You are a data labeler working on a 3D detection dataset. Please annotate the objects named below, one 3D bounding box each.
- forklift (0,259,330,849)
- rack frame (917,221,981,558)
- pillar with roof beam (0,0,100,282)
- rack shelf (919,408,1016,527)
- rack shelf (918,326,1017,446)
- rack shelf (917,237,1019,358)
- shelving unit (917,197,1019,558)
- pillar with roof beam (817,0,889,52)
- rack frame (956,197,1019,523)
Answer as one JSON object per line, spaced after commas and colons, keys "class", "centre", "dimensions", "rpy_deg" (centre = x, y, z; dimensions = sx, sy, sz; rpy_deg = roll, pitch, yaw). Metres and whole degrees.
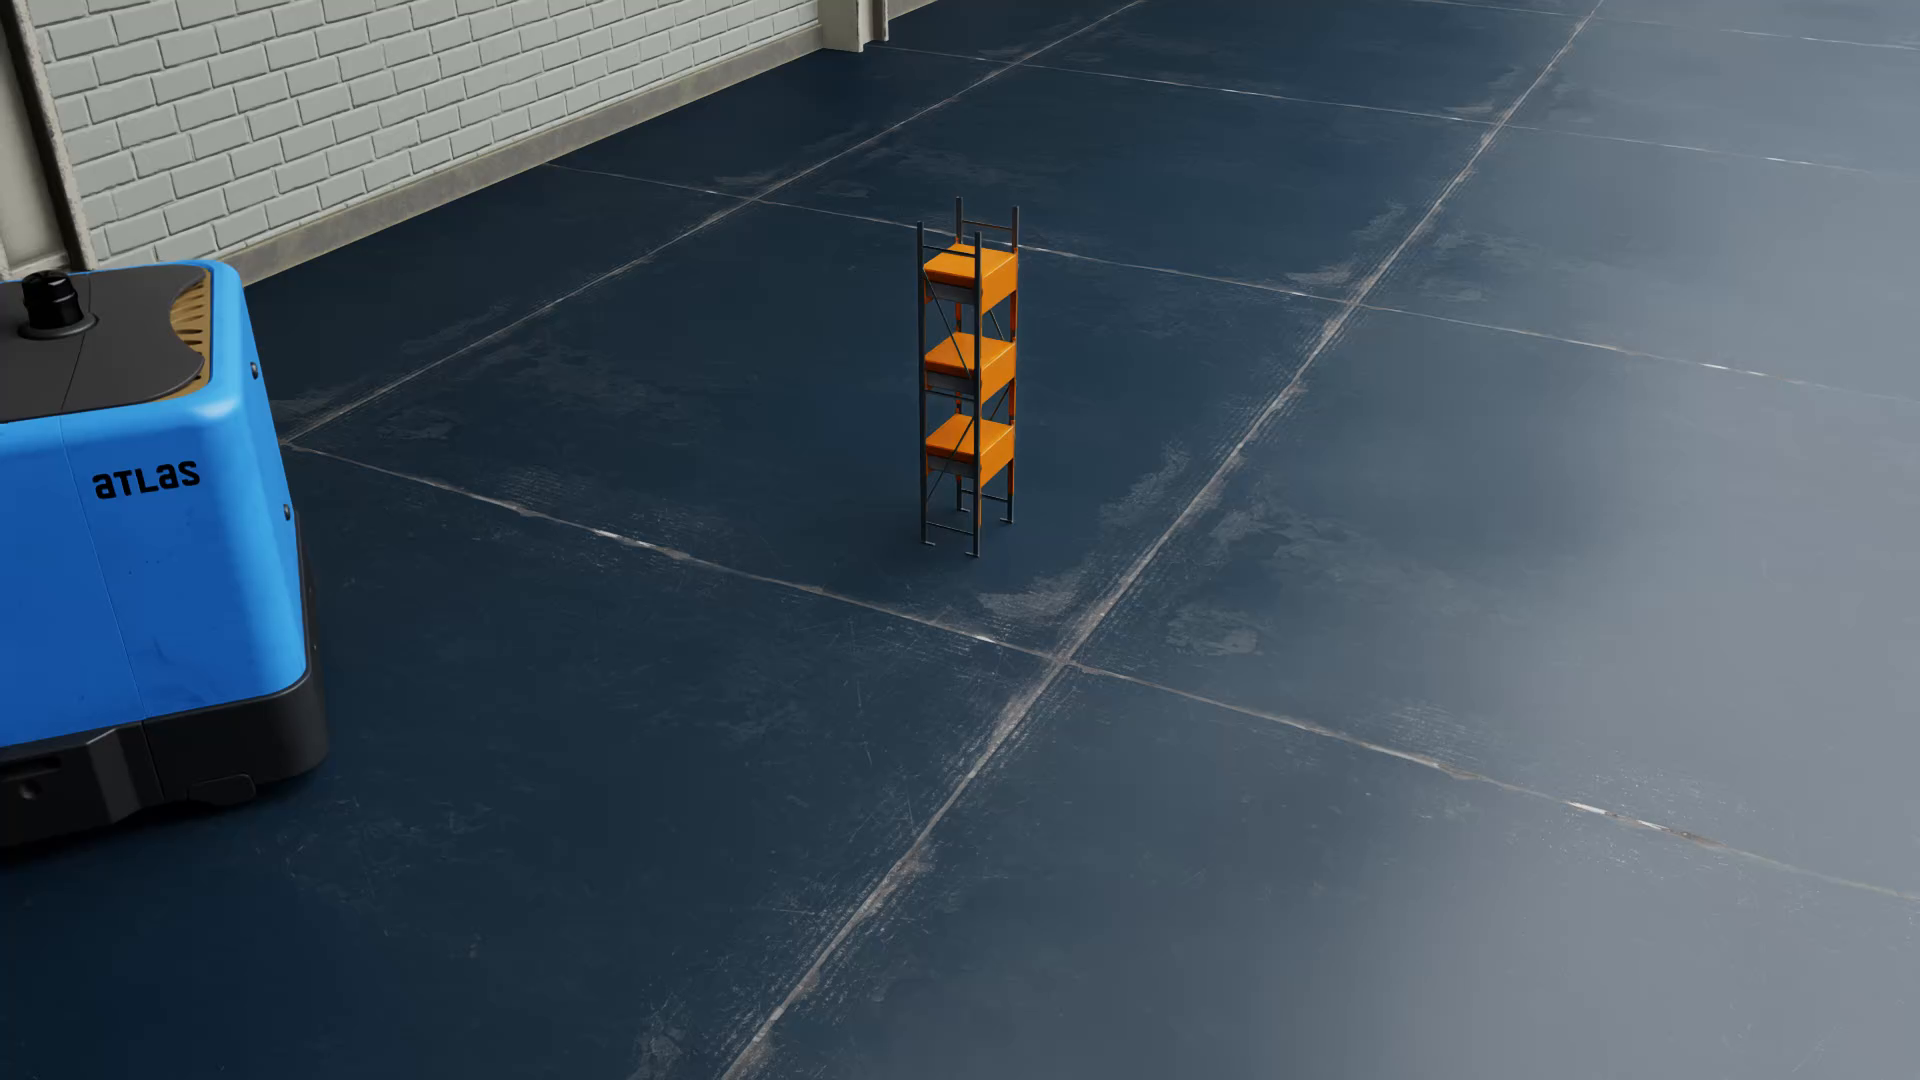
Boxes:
{"class": "forklift", "centre": [-3.157, -0.614, 3.375], "dimensions": [3.031, 2.935, 1.130], "rpy_deg": [-11, 32, -18]}
{"class": "rack frame", "centre": [-0.031, -0.425, 4.936], "dimensions": [0.200, 1.050, 0.008], "rpy_deg": [14, 33, 23]}
{"class": "pillar with roof beam", "centre": [0.401, -3.535, 2.370], "dimensions": [9.100, 9.000, 0.400], "rpy_deg": [14, 33, 23]}
{"class": "rack shelf", "centre": [0.024, -0.229, 5.174], "dimensions": [0.215, 0.259, 0.240], "rpy_deg": [14, 33, 23]}
{"class": "rack shelf", "centre": [0.024, -0.470, 5.035], "dimensions": [0.215, 0.259, 0.240], "rpy_deg": [14, 33, 23]}
{"class": "rack shelf", "centre": [0.024, -0.716, 4.894], "dimensions": [0.215, 0.259, 0.240], "rpy_deg": [14, 33, 23]}
{"class": "shelving unit", "centre": [0.024, -0.479, 5.030], "dimensions": [0.215, 1.050, 0.252], "rpy_deg": [14, 33, 23]}
{"class": "pillar with roof beam", "centre": [3.134, -6.195, 7.002], "dimensions": [9.100, 9.000, 0.400], "rpy_deg": [14, 33, 23]}
{"class": "rack frame", "centre": [0.080, -0.533, 5.124], "dimensions": [0.200, 1.050, 0.008], "rpy_deg": [14, 33, 23]}
